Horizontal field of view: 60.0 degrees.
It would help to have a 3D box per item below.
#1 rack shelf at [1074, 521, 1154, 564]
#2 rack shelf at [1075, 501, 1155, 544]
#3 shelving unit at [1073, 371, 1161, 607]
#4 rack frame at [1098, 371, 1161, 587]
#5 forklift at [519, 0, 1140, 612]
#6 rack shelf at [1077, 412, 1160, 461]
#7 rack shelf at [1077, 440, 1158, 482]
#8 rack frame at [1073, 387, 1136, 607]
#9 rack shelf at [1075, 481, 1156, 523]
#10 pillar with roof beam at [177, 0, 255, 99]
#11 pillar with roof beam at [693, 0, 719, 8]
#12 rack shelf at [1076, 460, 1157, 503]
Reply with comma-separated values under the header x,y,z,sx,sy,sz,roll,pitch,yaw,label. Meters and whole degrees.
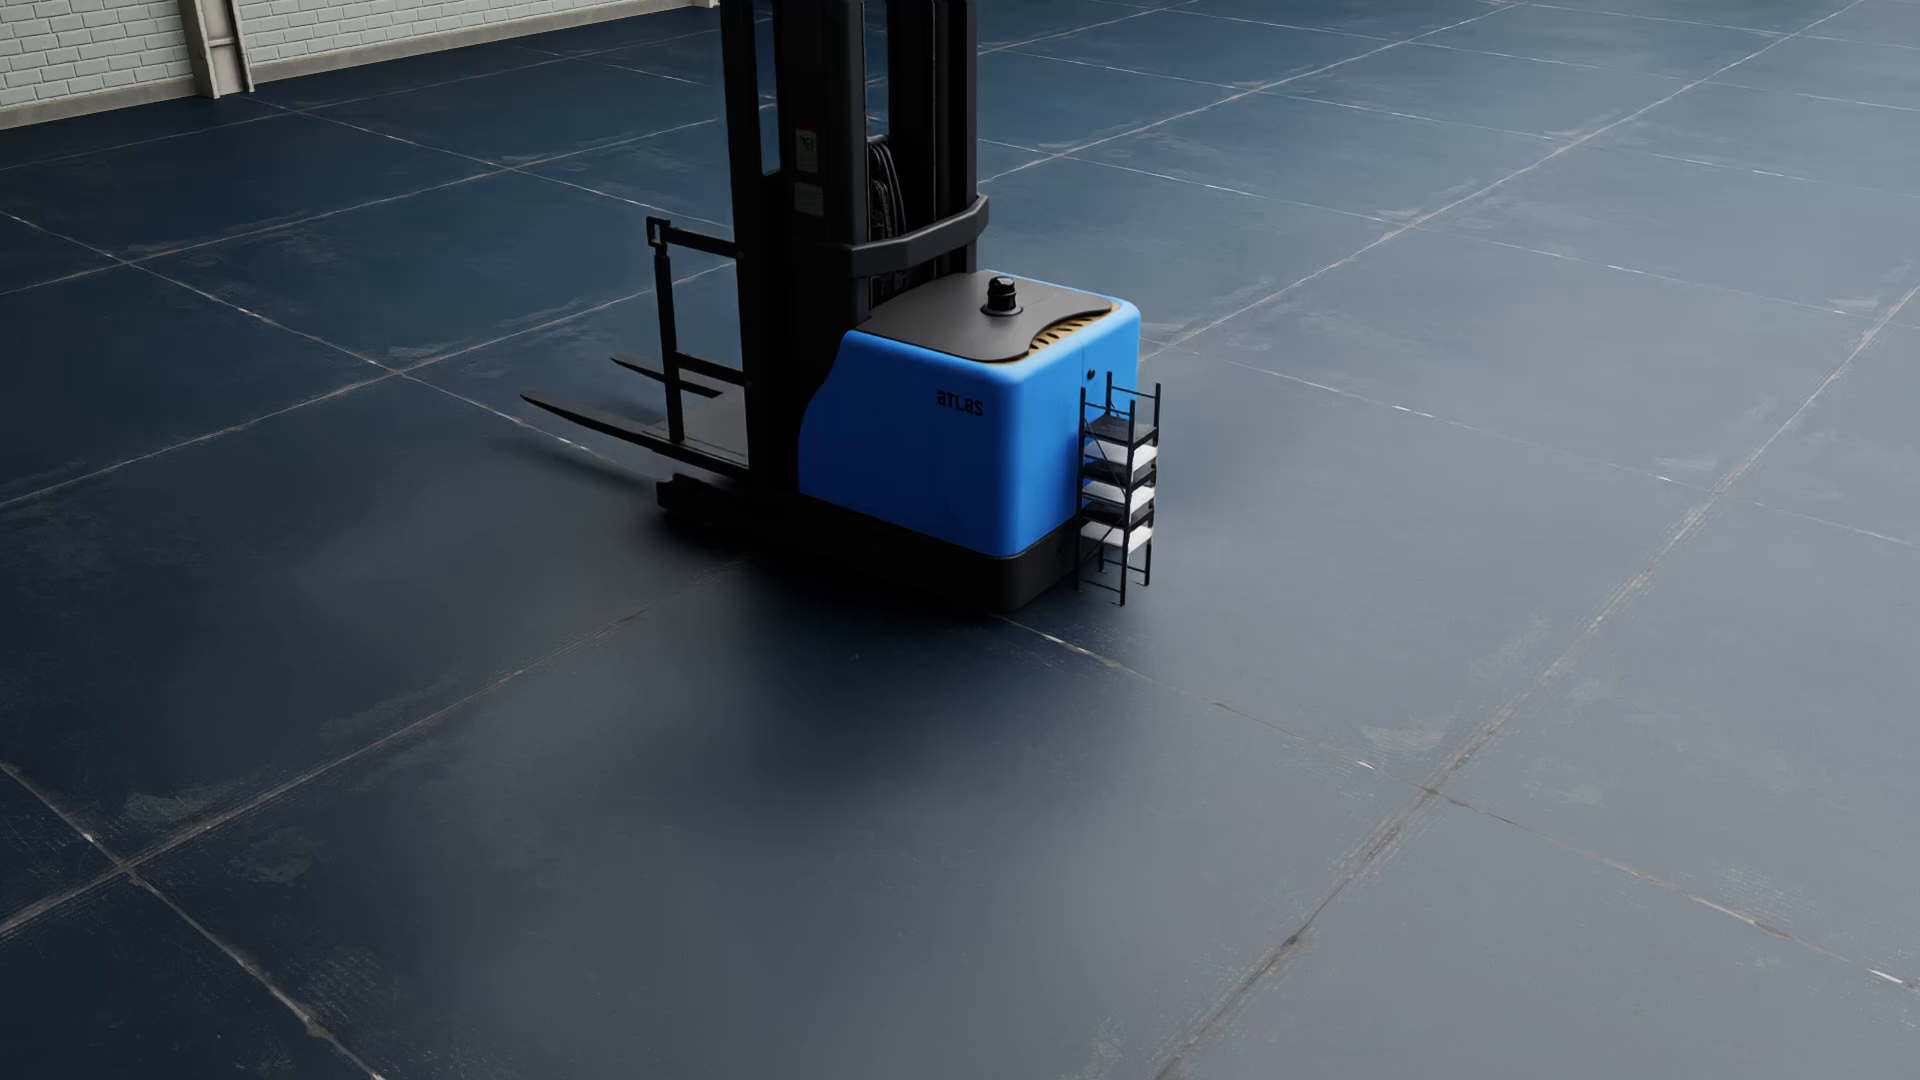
x,y,z,sx,sy,sz,roll,pitch,yaw,label
0.625,-0.010,6.754,0.258,0.077,0.200,18,32,30,rack shelf
0.625,-0.090,6.712,0.258,0.077,0.200,18,32,30,rack shelf
0.625,-0.199,6.656,0.258,0.900,0.210,18,32,30,shelving unit
0.682,-0.238,6.730,0.240,0.900,0.006,18,32,30,rack frame
-0.740,-1.535,7.028,3.031,2.935,1.130,18,33,31,forklift
0.625,-0.409,6.547,0.258,0.077,0.200,18,32,30,rack shelf
0.625,-0.330,6.588,0.258,0.077,0.200,18,32,30,rack shelf
0.567,-0.161,6.581,0.240,0.900,0.006,18,32,30,rack frame
0.625,-0.170,6.671,0.258,0.077,0.200,18,32,30,rack shelf
-3.349,-6.806,10.613,9.100,9.000,0.400,21,34,34,pillar with roof beam
0.467,-8.933,14.725,9.100,9.000,0.400,21,34,34,pillar with roof beam
0.625,-0.250,6.630,0.258,0.077,0.200,18,32,30,rack shelf
